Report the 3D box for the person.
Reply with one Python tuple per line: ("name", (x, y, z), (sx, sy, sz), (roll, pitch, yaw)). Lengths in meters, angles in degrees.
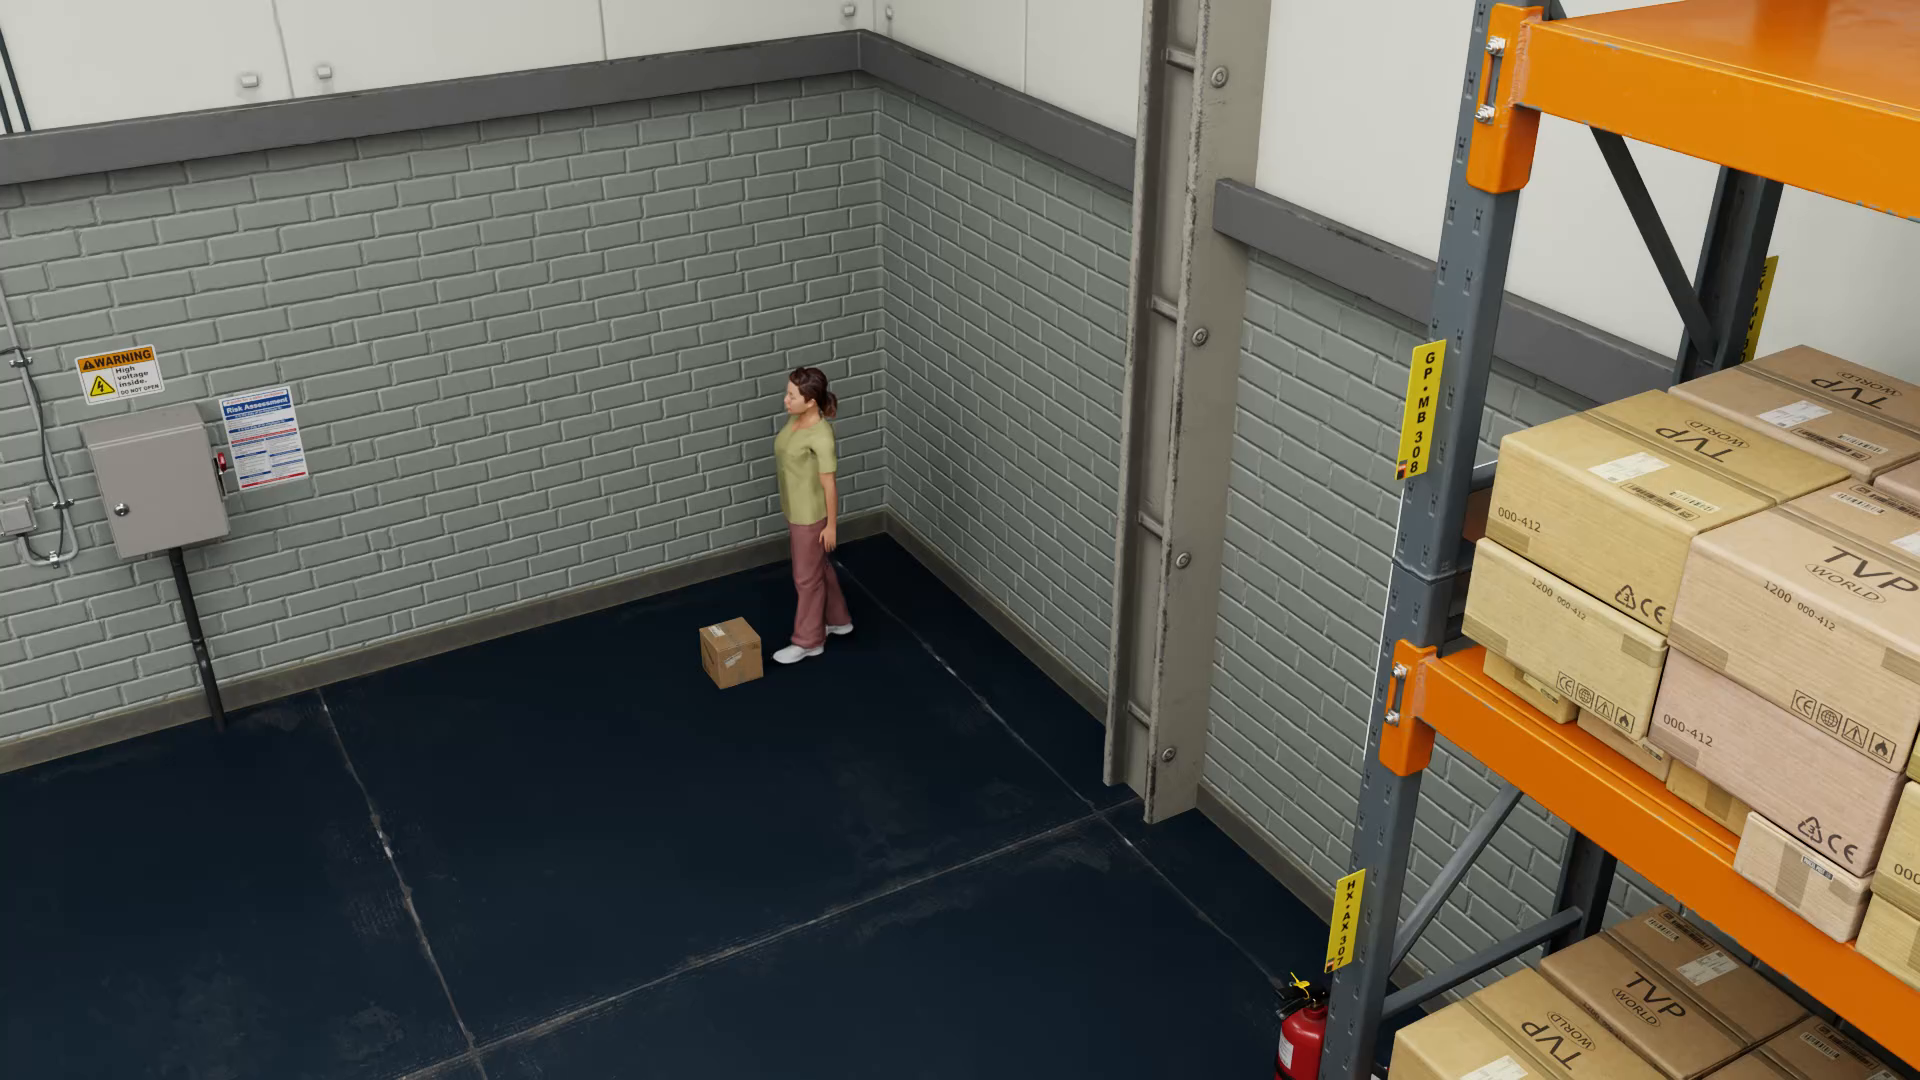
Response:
("person", (-0.815, -0.141, 8.797), (0.505, 1.673, 0.462), (-10, 31, -18))
